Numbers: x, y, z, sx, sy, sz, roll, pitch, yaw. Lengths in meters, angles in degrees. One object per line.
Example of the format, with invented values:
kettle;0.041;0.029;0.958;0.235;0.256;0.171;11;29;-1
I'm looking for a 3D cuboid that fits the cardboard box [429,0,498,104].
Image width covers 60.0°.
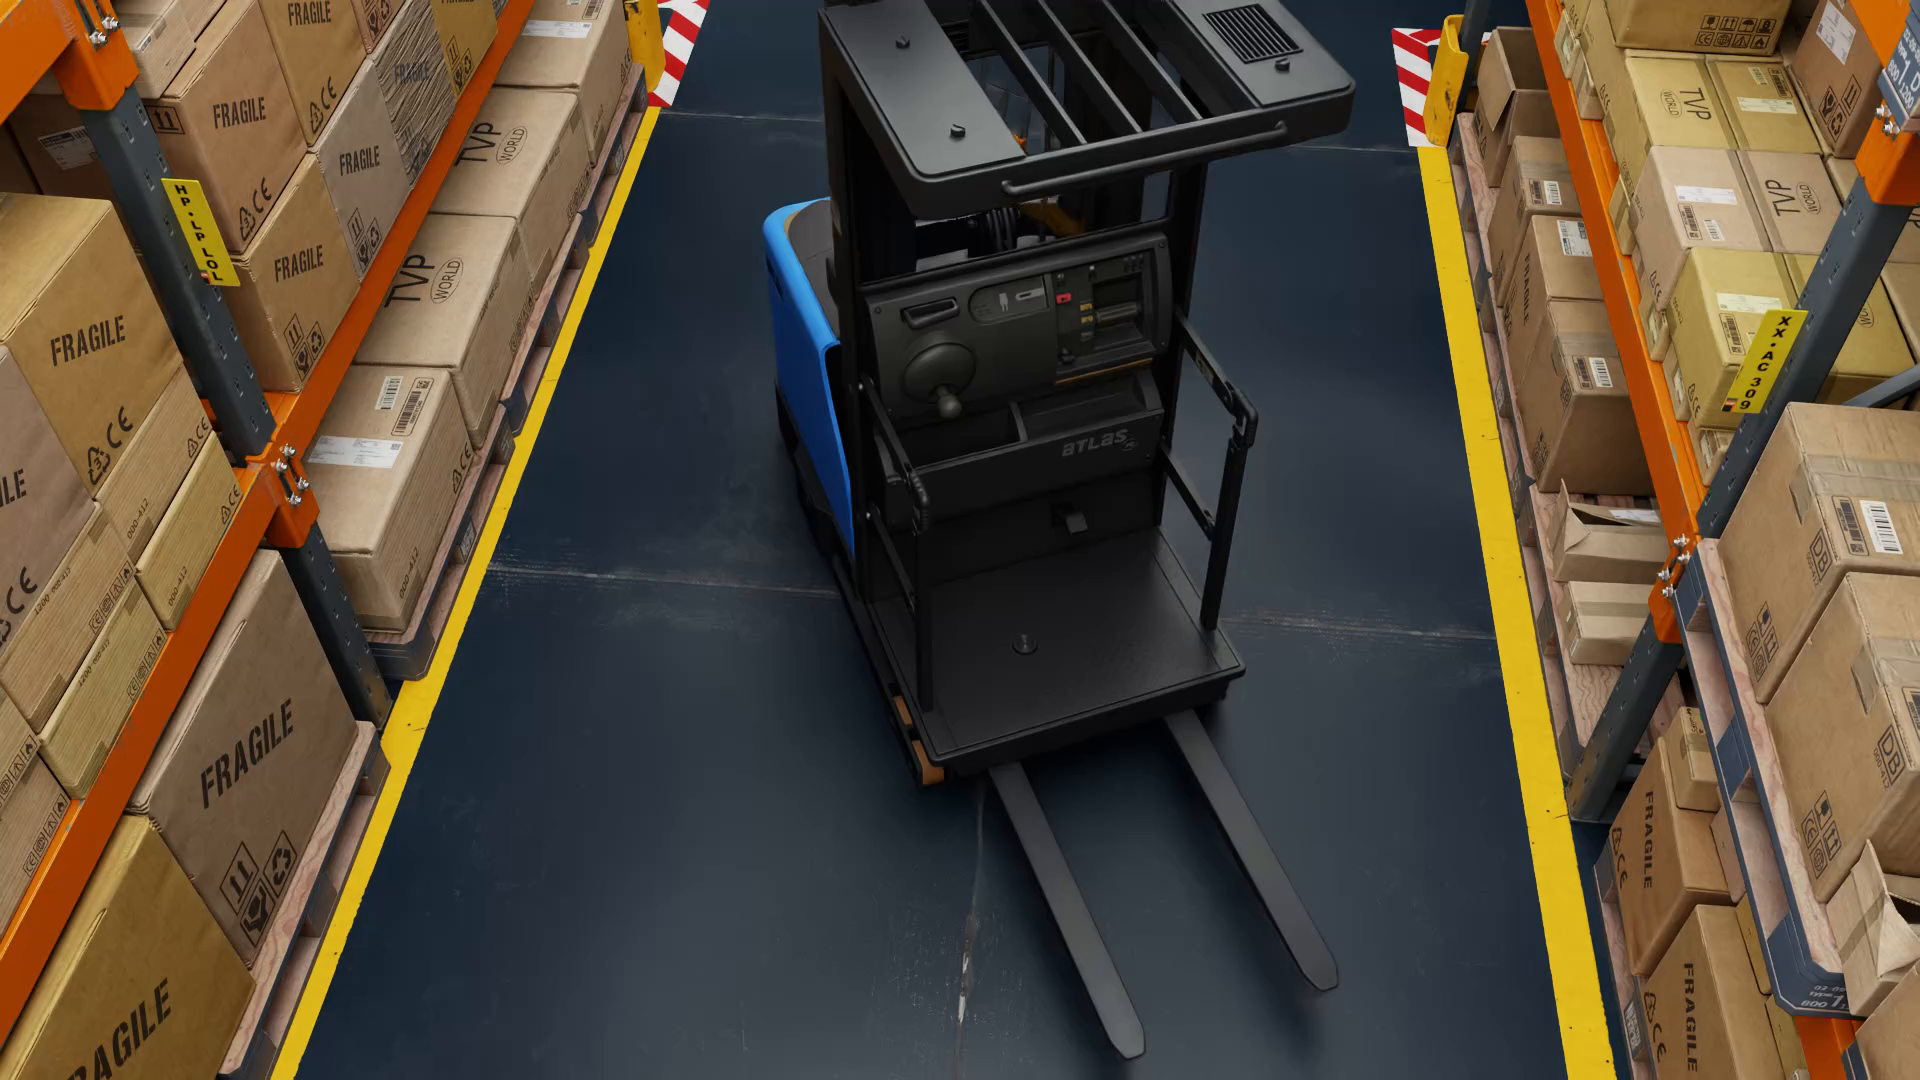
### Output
cardboard box;-2.003;-1.911;5.897;0.500;0.500;0.500;5;48;5

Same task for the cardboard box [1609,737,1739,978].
cardboard box;2.220;0.936;4.770;0.500;0.500;0.500;6;48;5

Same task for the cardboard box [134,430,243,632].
cardboard box;-2.245;-0.040;4.355;0.500;0.250;0.500;3;48;3

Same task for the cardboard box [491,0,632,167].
cardboard box;-2.052;-2.162;7.646;0.875;0.438;0.875;2;48;2

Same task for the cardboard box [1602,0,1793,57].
cardboard box;2.406;-1.931;5.375;0.500;0.500;0.500;5;48;5

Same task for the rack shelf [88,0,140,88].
rack shelf;-2.273;-2.676;5.120;1.077;0.370;4.000;4;48;4

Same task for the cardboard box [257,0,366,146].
cardboard box;-2.119;-1.513;4.855;0.500;0.500;0.500;3;48;3

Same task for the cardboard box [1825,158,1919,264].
cardboard box;2.841;-0.870;4.913;0.500;0.250;0.500;3;48;3

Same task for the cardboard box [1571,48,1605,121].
cardboard box;2.379;-1.599;5.850;0.380;0.149;0.250;5;48;4

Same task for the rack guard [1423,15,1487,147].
rack guard;2.845;-2.146;7.874;1.175;0.500;0.348;4;48;4

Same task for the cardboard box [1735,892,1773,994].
cardboard box;2.230;1.021;4.253;0.380;0.149;0.250;2;48;2

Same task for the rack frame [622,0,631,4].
rack frame;-2.091;-3.376;7.305;1.000;3.000;0.127;4;48;4

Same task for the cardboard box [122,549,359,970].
cardboard box;-2.432;0.599;4.824;0.875;0.875;0.875;5;48;5

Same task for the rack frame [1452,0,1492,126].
rack frame;2.852;-3.045;7.003;1.000;3.000;0.127;4;48;4

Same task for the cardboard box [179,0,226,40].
cardboard box;-2.161;-1.431;4.341;0.380;0.149;0.250;5;48;4

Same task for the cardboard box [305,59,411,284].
cardboard box;-2.102;-1.167;5.217;0.500;0.500;0.500;4;48;4

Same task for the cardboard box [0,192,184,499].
cardboard box;-2.246;-0.463;3.895;0.500;0.500;0.500;5;48;5

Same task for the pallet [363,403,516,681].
pallet;-2.308;-0.049;6.152;1.003;0.211;1.213;4;48;4

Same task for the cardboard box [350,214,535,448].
cardboard box;-2.210;-0.826;6.425;0.875;0.438;0.875;3;48;2

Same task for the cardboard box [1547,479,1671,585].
cardboard box;2.279;-0.016;5.800;0.396;0.266;0.258;5;48;5

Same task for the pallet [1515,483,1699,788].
pallet;2.551;0.331;5.805;1.003;0.211;1.213;4;48;4

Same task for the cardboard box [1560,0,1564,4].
cardboard box;2.499;-2.170;6.372;0.380;0.149;0.250;5;48;5

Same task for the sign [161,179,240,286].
sign;-1.914;-0.772;4.192;0.100;0.325;0.005;4;48;4

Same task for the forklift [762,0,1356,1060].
forklift;0.264;-0.527;4.745;1.130;2.935;3.031;-15;49;-13

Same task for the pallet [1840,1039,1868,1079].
pallet;2.296;1.469;3.004;1.003;0.211;1.213;4;48;4

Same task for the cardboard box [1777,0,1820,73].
cardboard box;2.929;-1.613;5.592;0.500;0.250;0.500;4;48;3

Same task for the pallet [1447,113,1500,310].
pallet;2.774;-1.462;7.445;1.003;0.211;1.213;4;48;4

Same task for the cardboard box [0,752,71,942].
cardboard box;-2.358;0.704;3.675;0.500;0.250;0.500;3;48;2

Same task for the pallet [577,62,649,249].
pallet;-2.086;-1.842;7.792;1.003;0.211;1.213;4;48;4

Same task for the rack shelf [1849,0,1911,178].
rack shelf;2.670;-2.345;4.817;1.077;0.370;4.000;4;48;4

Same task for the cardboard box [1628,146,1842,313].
cardboard box;2.322;-0.916;4.955;0.500;0.250;0.500;4;48;4

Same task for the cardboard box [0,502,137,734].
cardboard box;-2.292;0.153;3.840;0.500;0.250;0.500;5;48;4

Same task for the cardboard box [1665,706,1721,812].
cardboard box;2.190;0.623;4.617;0.380;0.149;0.250;6;48;5

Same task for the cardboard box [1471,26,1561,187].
cardboard box;2.702;-1.901;7.363;0.797;0.503;0.637;2;48;2

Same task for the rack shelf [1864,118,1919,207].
rack shelf;2.306;0.594;2.129;1.077;0.370;4.000;4;48;4

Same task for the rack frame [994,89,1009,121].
rack frame;0.000;-1.231;6.525;0.240;1.200;0.006;29;41;24

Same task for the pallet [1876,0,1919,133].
pallet;2.359;-0.580;2.843;1.213;0.211;1.003;4;48;4

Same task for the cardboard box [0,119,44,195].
cardboard box;-2.687;-1.174;4.545;0.500;0.500;0.500;4;48;3

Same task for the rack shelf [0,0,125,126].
rack shelf;-2.638;0.263;2.431;1.077;0.370;4.000;4;48;4

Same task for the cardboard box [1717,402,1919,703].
cardboard box;2.221;0.059;3.811;0.700;0.500;0.500;5;48;5

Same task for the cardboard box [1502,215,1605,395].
cardboard box;2.438;-0.893;6.443;0.500;0.500;0.500;5;48;4

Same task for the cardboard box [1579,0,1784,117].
cardboard box;2.429;-1.659;5.635;0.500;0.250;0.500;3;48;3

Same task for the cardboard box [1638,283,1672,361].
cardboard box;2.267;-0.658;4.989;0.380;0.149;0.250;5;48;5

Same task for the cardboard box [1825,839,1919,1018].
cardboard box;1.979;0.793;3.299;0.396;0.266;0.258;6;48;5

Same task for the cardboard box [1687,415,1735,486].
cardboard box;2.265;-0.272;4.637;0.380;0.149;0.250;4;48;4

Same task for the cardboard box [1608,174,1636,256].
cardboard box;2.313;-1.038;5.337;0.380;0.149;0.250;3;48;3

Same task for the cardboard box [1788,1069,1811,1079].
cardboard box;2.159;1.404;3.903;0.380;0.149;0.250;4;48;3

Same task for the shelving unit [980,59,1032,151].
shelving unit;0.053;-1.270;6.589;0.258;1.200;0.189;29;41;24
